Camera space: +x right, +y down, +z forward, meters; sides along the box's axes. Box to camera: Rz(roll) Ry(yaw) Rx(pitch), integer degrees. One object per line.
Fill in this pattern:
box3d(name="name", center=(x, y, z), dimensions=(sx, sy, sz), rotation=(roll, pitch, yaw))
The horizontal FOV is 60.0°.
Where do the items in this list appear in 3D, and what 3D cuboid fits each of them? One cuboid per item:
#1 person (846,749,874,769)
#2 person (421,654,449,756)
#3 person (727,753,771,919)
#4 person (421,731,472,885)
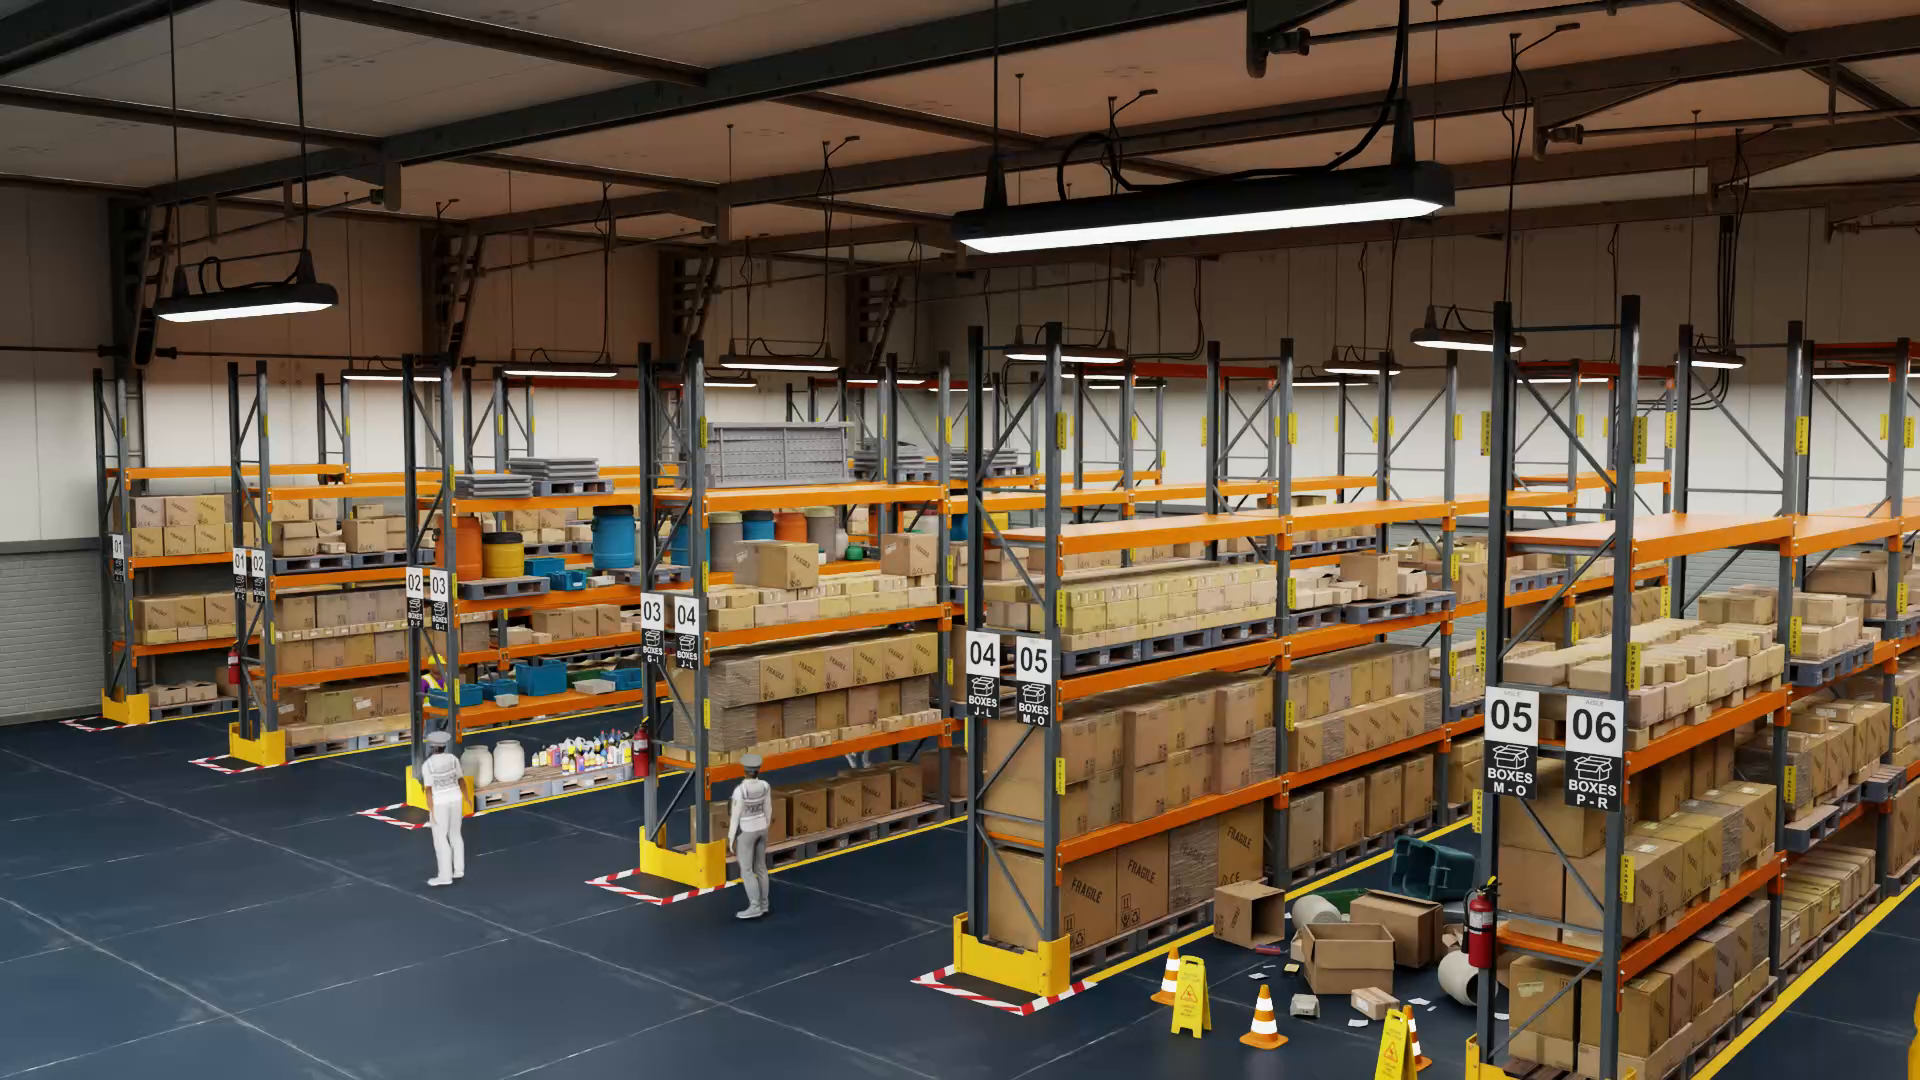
box3d(name="person", center=(-1.381, 2.536, 24.109), dimensions=(0.482, 1.685, 0.482), rotation=(-1, 4, -18))
box3d(name="person", center=(-7.513, 2.565, 23.912), dimensions=(0.390, 1.851, 0.650), rotation=(4, 6, 42))
box3d(name="person", center=(-2.173, 3.061, 17.253), dimensions=(0.396, 1.698, 0.548), rotation=(2, 5, 30))
box3d(name="person", center=(-5.693, 2.977, 18.494), dimensions=(0.417, 1.707, 0.640), rotation=(3, 5, 34))
